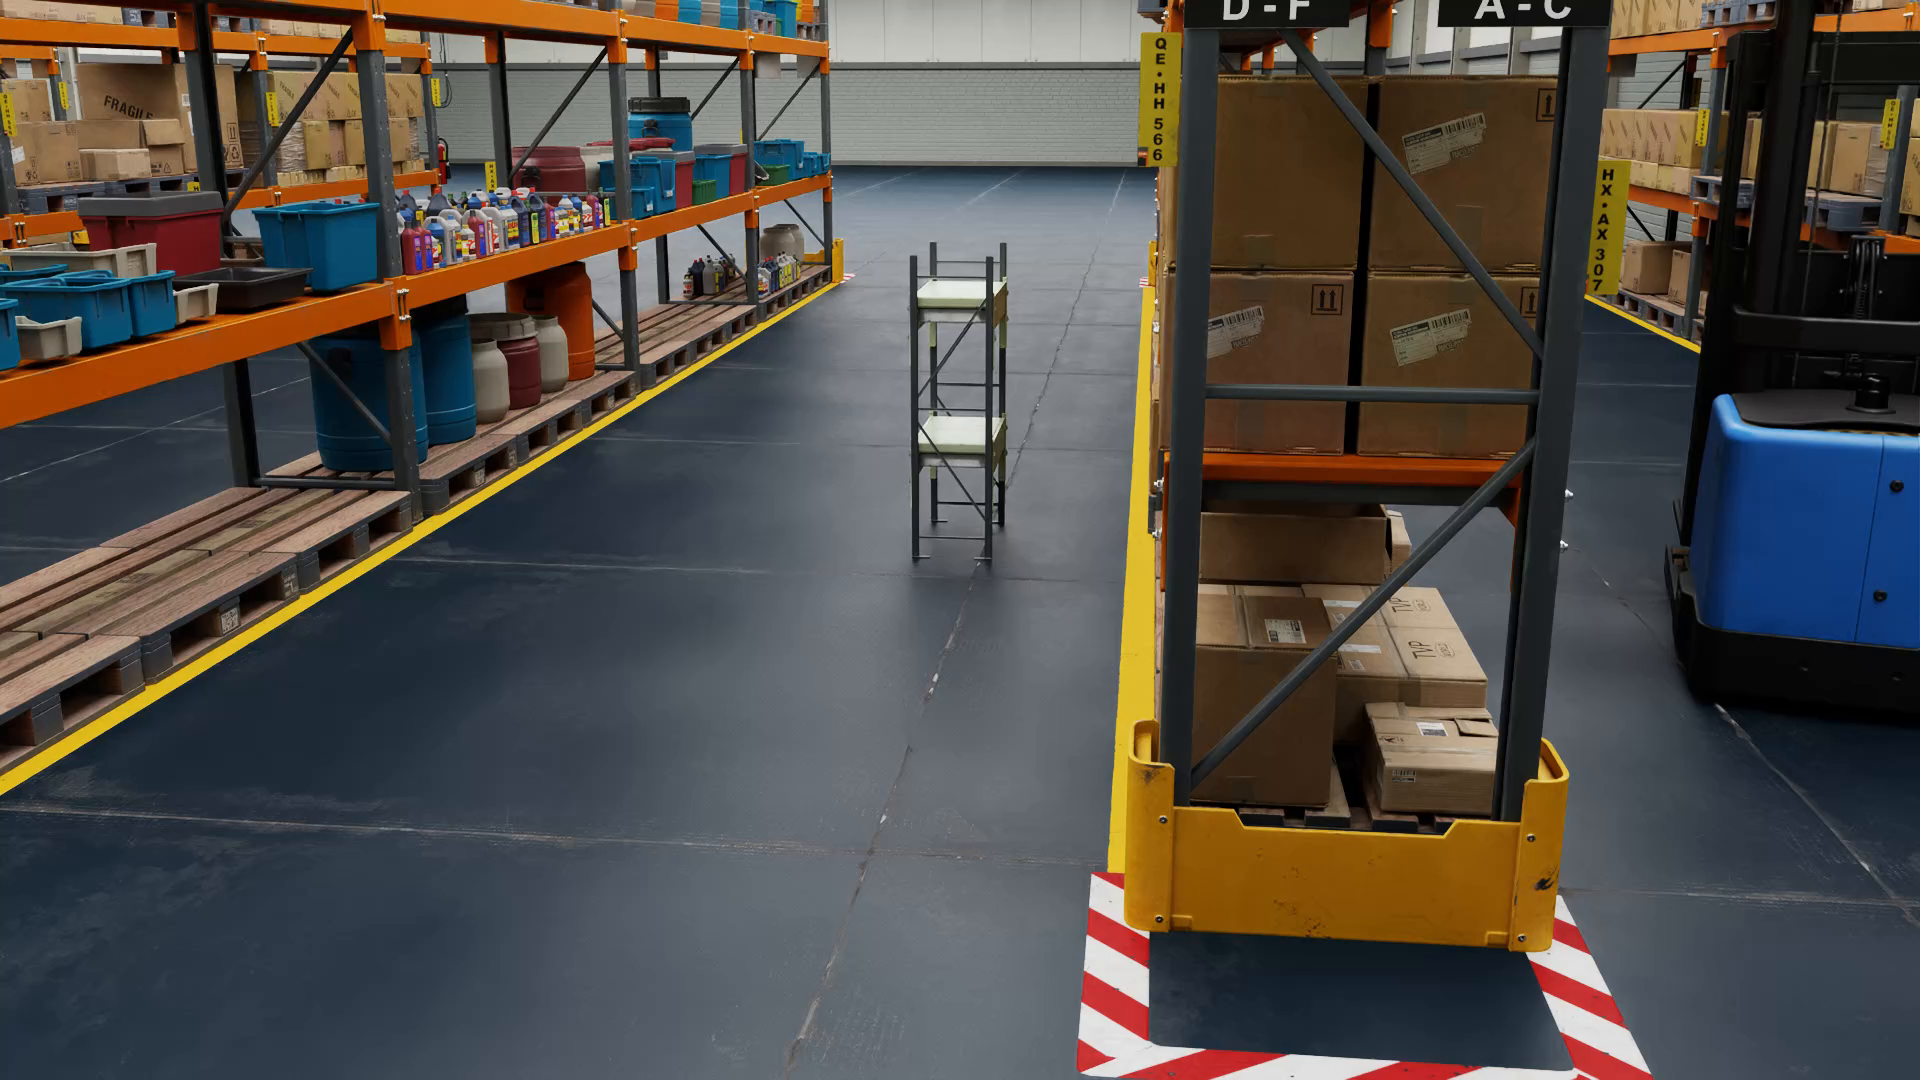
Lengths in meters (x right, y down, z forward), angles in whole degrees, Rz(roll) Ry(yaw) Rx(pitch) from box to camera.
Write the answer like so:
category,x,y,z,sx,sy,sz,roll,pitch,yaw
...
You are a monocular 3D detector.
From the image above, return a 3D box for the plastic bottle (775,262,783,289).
category,x,y,z,sx,sy,sz,roll,pitch,yaw
plastic bottle,-1.934,-2.816,17.689,0.061,0.283,0.133,2,15,9

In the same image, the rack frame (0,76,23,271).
category,x,y,z,sx,sy,sz,roll,pitch,yaw
rack frame,-7.891,-2.735,13.031,1.000,3.000,0.127,2,15,6

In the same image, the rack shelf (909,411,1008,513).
category,x,y,z,sx,sy,sz,roll,pitch,yaw
rack shelf,0.001,-0.411,8.558,0.431,0.370,0.720,2,15,6

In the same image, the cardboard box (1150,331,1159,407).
category,x,y,z,sx,sy,sz,roll,pitch,yaw
cardboard box,1.501,-1.073,10.828,0.500,0.500,0.500,1,15,6

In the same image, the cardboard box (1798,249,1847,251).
category,x,y,z,sx,sy,sz,roll,pitch,yaw
cardboard box,7.157,-2.262,13.790,0.500,0.250,0.500,1,15,5

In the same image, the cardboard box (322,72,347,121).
category,x,y,z,sx,sy,sz,roll,pitch,yaw
cardboard box,-7.025,-4.816,18.048,0.500,0.500,0.500,2,15,6

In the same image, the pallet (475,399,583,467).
category,x,y,z,sx,sy,sz,roll,pitch,yaw
pallet,-3.158,-0.722,10.928,1.003,0.211,1.213,2,15,6

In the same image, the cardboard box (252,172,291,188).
category,x,y,z,sx,sy,sz,roll,pitch,yaw
cardboard box,-7.117,-3.698,17.074,0.380,0.149,0.250,2,15,6

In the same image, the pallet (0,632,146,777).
category,x,y,z,sx,sy,sz,roll,pitch,yaw
pallet,-3.741,0.619,5.969,1.003,0.211,1.213,2,15,6

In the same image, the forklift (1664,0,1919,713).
category,x,y,z,sx,sy,sz,roll,pitch,yaw
forklift,3.794,-1.106,7.137,1.130,2.935,3.031,6,16,20

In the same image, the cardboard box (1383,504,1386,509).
category,x,y,z,sx,sy,sz,roll,pitch,yaw
cardboard box,1.717,-0.255,7.803,0.500,0.500,0.500,2,15,6

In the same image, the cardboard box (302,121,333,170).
category,x,y,z,sx,sy,sz,roll,pitch,yaw
cardboard box,-7.236,-4.208,17.716,0.875,0.500,0.500,2,15,6

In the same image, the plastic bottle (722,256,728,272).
category,x,y,z,sx,sy,sz,roll,pitch,yaw
plastic bottle,-2.620,-3.010,18.429,0.097,0.271,0.097,0,15,0

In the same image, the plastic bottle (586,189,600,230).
category,x,y,z,sx,sy,sz,roll,pitch,yaw
plastic bottle,-2.618,-2.356,11.851,0.061,0.283,0.133,2,15,6

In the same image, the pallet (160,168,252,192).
category,x,y,z,sx,sy,sz,roll,pitch,yaw
pallet,-7.671,-3.486,16.175,1.003,0.211,1.213,2,15,6

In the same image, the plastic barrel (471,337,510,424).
category,x,y,z,sx,sy,sz,roll,pitch,yaw
plastic barrel,-3.111,-1.022,10.656,0.421,0.512,0.421,0,15,0

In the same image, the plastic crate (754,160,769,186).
category,x,y,z,sx,sy,sz,roll,pitch,yaw
plastic crate,-2.333,-3.729,16.824,0.767,0.338,0.504,2,15,6

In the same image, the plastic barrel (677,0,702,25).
category,x,y,z,sx,sy,sz,roll,pitch,yaw
plastic barrel,-2.508,-4.839,14.105,0.600,0.901,0.708,2,15,6

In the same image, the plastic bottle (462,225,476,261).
category,x,y,z,sx,sy,sz,roll,pitch,yaw
plastic bottle,-2.887,-1.739,9.729,0.097,0.201,0.097,0,15,0

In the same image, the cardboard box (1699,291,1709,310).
category,x,y,z,sx,sy,sz,roll,pitch,yaw
cardboard box,7.356,-2.319,16.078,0.380,0.166,0.250,0,15,-1

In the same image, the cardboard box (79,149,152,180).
category,x,y,z,sx,sy,sz,roll,pitch,yaw
cardboard box,-7.474,-3.293,14.578,0.500,0.250,0.500,1,15,5

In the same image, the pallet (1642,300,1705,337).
category,x,y,z,sx,sy,sz,roll,pitch,yaw
pallet,7.366,-2.164,16.261,1.003,0.211,1.213,2,15,6

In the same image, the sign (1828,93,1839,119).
category,x,y,z,sx,sy,sz,roll,pitch,yaw
sign,7.877,-3.878,15.041,0.100,0.325,0.005,2,15,6

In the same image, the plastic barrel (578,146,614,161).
category,x,y,z,sx,sy,sz,roll,pitch,yaw
plastic barrel,-3.019,-3.026,13.891,0.421,0.512,0.421,0,15,0

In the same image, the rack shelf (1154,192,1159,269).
category,x,y,z,sx,sy,sz,roll,pitch,yaw
rack shelf,2.177,-2.614,13.960,1.077,0.370,4.000,2,15,6

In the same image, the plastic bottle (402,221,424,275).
category,x,y,z,sx,sy,sz,roll,pitch,yaw
plastic bottle,-2.956,-1.578,8.975,0.061,0.283,0.133,2,15,6

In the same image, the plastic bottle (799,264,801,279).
category,x,y,z,sx,sy,sz,roll,pitch,yaw
plastic bottle,-1.839,-3.036,18.663,0.097,0.201,0.097,0,15,0

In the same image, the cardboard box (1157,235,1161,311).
category,x,y,z,sx,sy,sz,roll,pitch,yaw
cardboard box,1.172,-1.329,7.639,0.500,0.500,0.500,2,15,8

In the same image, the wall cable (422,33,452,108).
category,x,y,z,sx,sy,sz,roll,pitch,yaw
wall cable,-17.710,-14.996,52.830,3.097,2.526,0.112,2,15,6

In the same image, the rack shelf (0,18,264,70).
category,x,y,z,sx,sy,sz,roll,pitch,yaw
rack shelf,-7.666,-4.355,14.651,1.077,0.370,4.000,2,15,6

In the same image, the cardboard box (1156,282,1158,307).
category,x,y,z,sx,sy,sz,roll,pitch,yaw
cardboard box,1.936,-2.127,14.172,0.500,0.311,0.500,2,15,8

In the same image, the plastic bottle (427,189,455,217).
category,x,y,z,sx,sy,sz,roll,pitch,yaw
plastic bottle,-3.352,-2.092,10.747,0.144,0.351,0.185,2,15,6

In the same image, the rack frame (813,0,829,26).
category,x,y,z,sx,sy,sz,roll,pitch,yaw
rack frame,-2.067,-7.560,19.382,1.000,3.000,0.127,2,15,6

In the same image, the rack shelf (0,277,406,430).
category,x,y,z,sx,sy,sz,roll,pitch,yaw
rack shelf,-3.647,-0.686,6.830,1.077,0.370,4.000,2,15,6

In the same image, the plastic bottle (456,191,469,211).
category,x,y,z,sx,sy,sz,roll,pitch,yaw
plastic bottle,-3.453,-2.277,11.559,0.061,0.283,0.133,2,15,6

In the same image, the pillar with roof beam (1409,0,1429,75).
category,x,y,z,sx,sy,sz,roll,pitch,yaw
pillar with roof beam,6.987,-13.413,41.026,9.100,9.000,0.400,2,15,6

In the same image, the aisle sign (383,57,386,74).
category,x,y,z,sx,sy,sz,roll,pitch,yaw
aisle sign,-7.280,-6.090,20.457,0.394,0.787,0.004,2,15,6

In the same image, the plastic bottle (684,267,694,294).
category,x,y,z,sx,sy,sz,roll,pitch,yaw
plastic bottle,-2.792,-2.662,17.122,0.061,0.283,0.133,2,15,9

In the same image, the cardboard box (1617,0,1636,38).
category,x,y,z,sx,sy,sz,roll,pitch,yaw
cardboard box,7.394,-5.661,17.873,0.500,0.500,0.500,3,15,10

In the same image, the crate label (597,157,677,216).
category,x,y,z,sx,sy,sz,roll,pitch,yaw
crate label,-2.589,-2.856,13.410,0.502,0.435,0.616,2,15,6

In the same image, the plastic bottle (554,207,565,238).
category,x,y,z,sx,sy,sz,roll,pitch,yaw
plastic bottle,-2.715,-2.135,11.192,0.097,0.201,0.097,0,15,0

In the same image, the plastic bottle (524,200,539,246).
category,x,y,z,sx,sy,sz,roll,pitch,yaw
plastic bottle,-2.757,-2.037,10.671,0.061,0.283,0.133,2,15,6

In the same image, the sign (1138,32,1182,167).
category,x,y,z,sx,sy,sz,roll,pitch,yaw
sign,0.499,-1.101,4.162,0.100,0.325,0.005,2,15,6

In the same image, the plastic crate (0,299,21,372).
category,x,y,z,sx,sy,sz,roll,pitch,yaw
plastic crate,-3.444,-0.688,5.664,0.416,0.233,0.300,2,15,6

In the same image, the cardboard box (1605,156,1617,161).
category,x,y,z,sx,sy,sz,roll,pitch,yaw
cardboard box,7.361,-4.057,18.169,0.500,0.250,0.500,1,15,5

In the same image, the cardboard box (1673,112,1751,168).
category,x,y,z,sx,sy,sz,roll,pitch,yaw
cardboard box,7.071,-3.766,15.655,0.500,0.500,0.500,2,15,6

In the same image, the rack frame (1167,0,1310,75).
category,x,y,z,sx,sy,sz,roll,pitch,yaw
rack frame,1.951,-2.442,11.948,1.000,3.000,0.127,2,15,6

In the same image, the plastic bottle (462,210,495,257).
category,x,y,z,sx,sy,sz,roll,pitch,yaw
plastic bottle,-2.886,-1.841,9.961,0.152,0.276,0.135,2,15,6

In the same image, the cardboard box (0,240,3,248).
category,x,y,z,sx,sy,sz,roll,pitch,yaw
cardboard box,-12.014,-3.753,20.062,0.875,0.875,0.875,1,15,5

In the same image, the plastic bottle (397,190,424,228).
category,x,y,z,sx,sy,sz,roll,pitch,yaw
plastic bottle,-3.519,-2.062,10.635,0.144,0.351,0.185,2,15,6

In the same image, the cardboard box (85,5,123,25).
category,x,y,z,sx,sy,sz,roll,pitch,yaw
cardboard box,-7.479,-4.492,14.068,0.500,0.250,0.500,2,15,7

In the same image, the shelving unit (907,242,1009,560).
category,x,y,z,sx,sy,sz,roll,pitch,yaw
shelving unit,0.001,-0.726,8.473,0.431,1.500,0.755,2,15,6

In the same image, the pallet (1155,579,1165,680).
category,x,y,z,sx,sy,sz,roll,pitch,yaw
pallet,1.286,0.437,6.643,1.003,0.211,1.213,2,15,6

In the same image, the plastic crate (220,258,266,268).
category,x,y,z,sx,sy,sz,roll,pitch,yaw
plastic crate,-3.616,-1.337,8.250,0.396,0.136,0.243,2,15,6

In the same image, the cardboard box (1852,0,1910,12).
category,x,y,z,sx,sy,sz,roll,pitch,yaw
cardboard box,6.687,-3.907,11.750,0.500,0.311,0.500,2,15,6

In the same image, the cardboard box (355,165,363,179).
category,x,y,z,sx,sy,sz,roll,pitch,yaw
cardboard box,-6.978,-4.154,18.759,0.380,0.149,0.250,2,15,6

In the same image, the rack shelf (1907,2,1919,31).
category,x,y,z,sx,sy,sz,roll,pitch,yaw
rack shelf,6.648,-2.879,9.196,1.077,0.370,4.000,2,15,6
